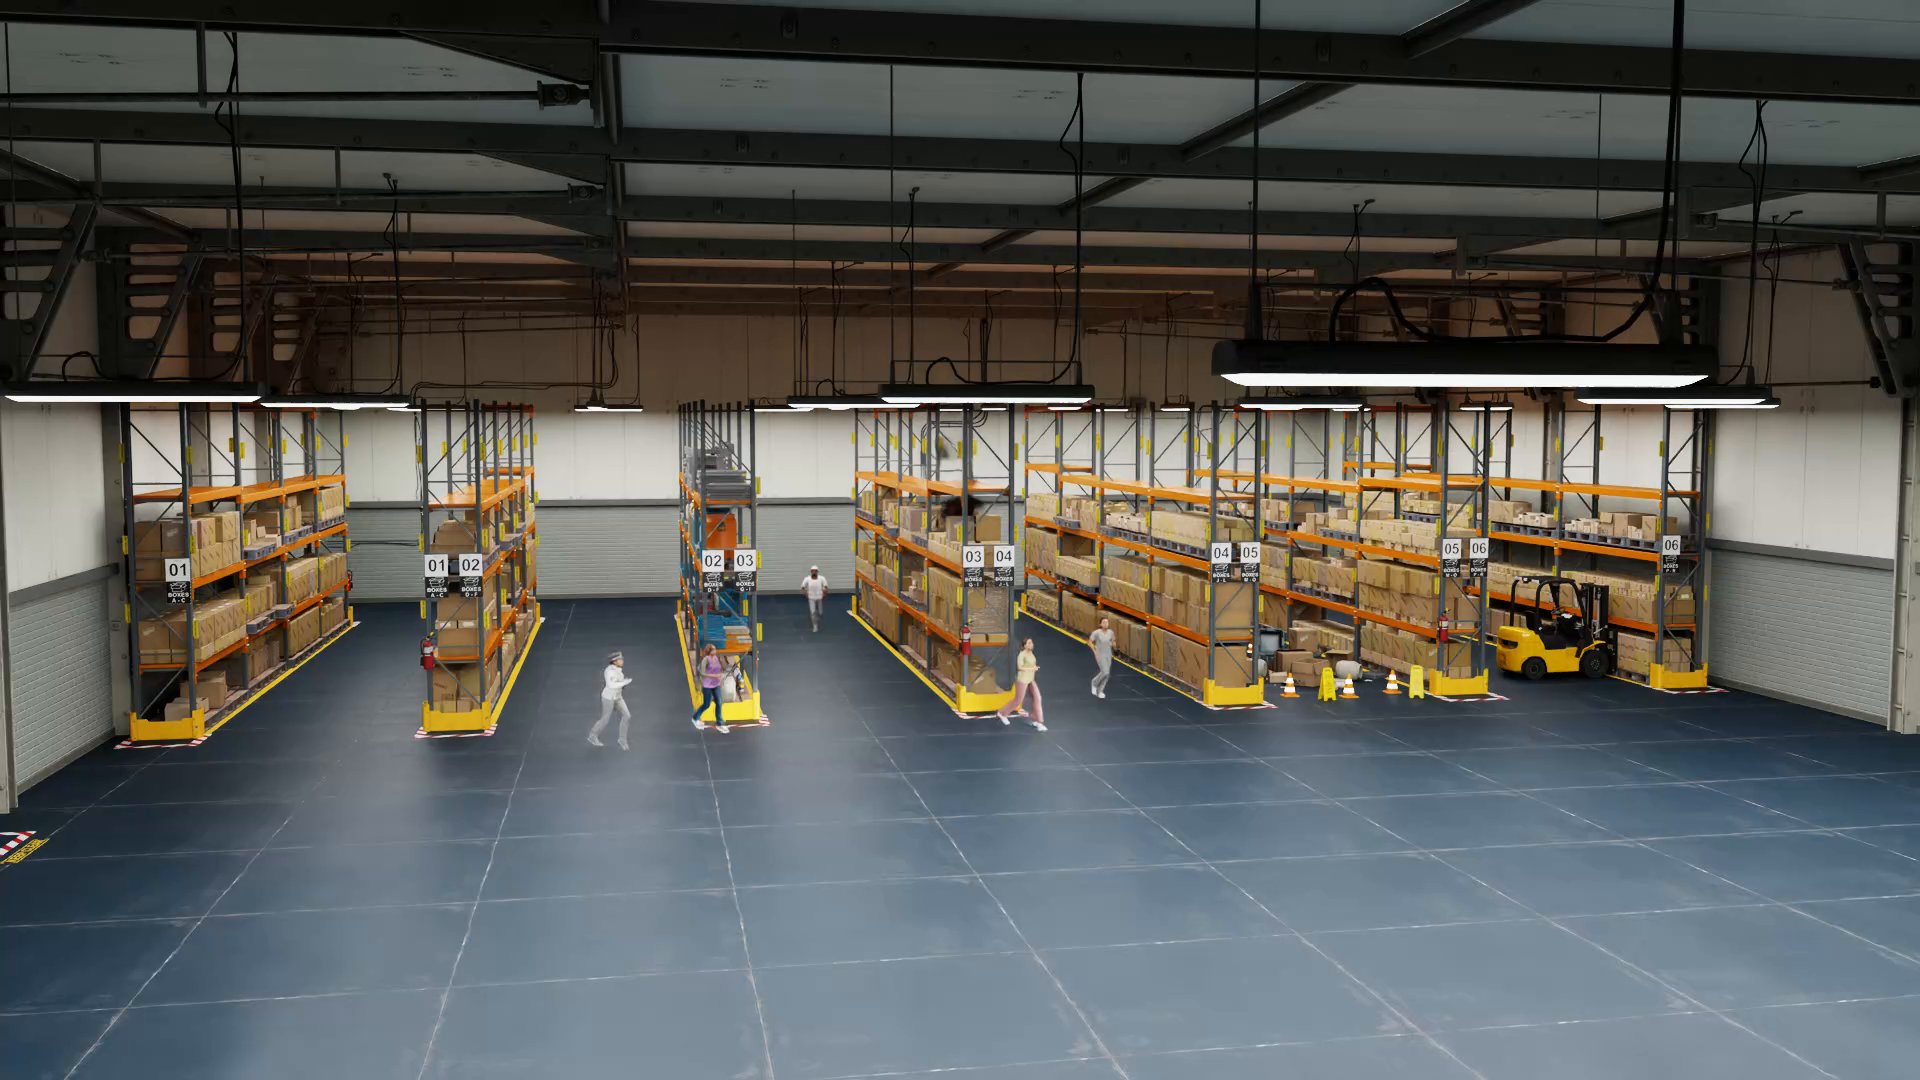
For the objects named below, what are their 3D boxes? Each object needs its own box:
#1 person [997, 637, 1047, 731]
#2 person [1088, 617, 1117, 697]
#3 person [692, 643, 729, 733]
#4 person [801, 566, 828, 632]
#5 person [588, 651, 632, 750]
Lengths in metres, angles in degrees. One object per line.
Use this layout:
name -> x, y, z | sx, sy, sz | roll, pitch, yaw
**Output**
person -> 1.153, 2.600, 30.305 | 0.958, 1.694, 0.583 | 3, 5, 34
person -> 2.928, 2.371, 33.600 | 0.552, 1.637, 0.561 | -2, 5, -26
person -> -4.495, 2.648, 29.907 | 0.810, 1.598, 0.543 | 3, 5, 33
person -> -3.859, 1.551, 44.175 | 0.716, 1.723, 0.726 | -1, 4, -11
person -> -5.971, 2.759, 28.367 | 0.829, 1.752, 0.593 | 1, 4, 13
